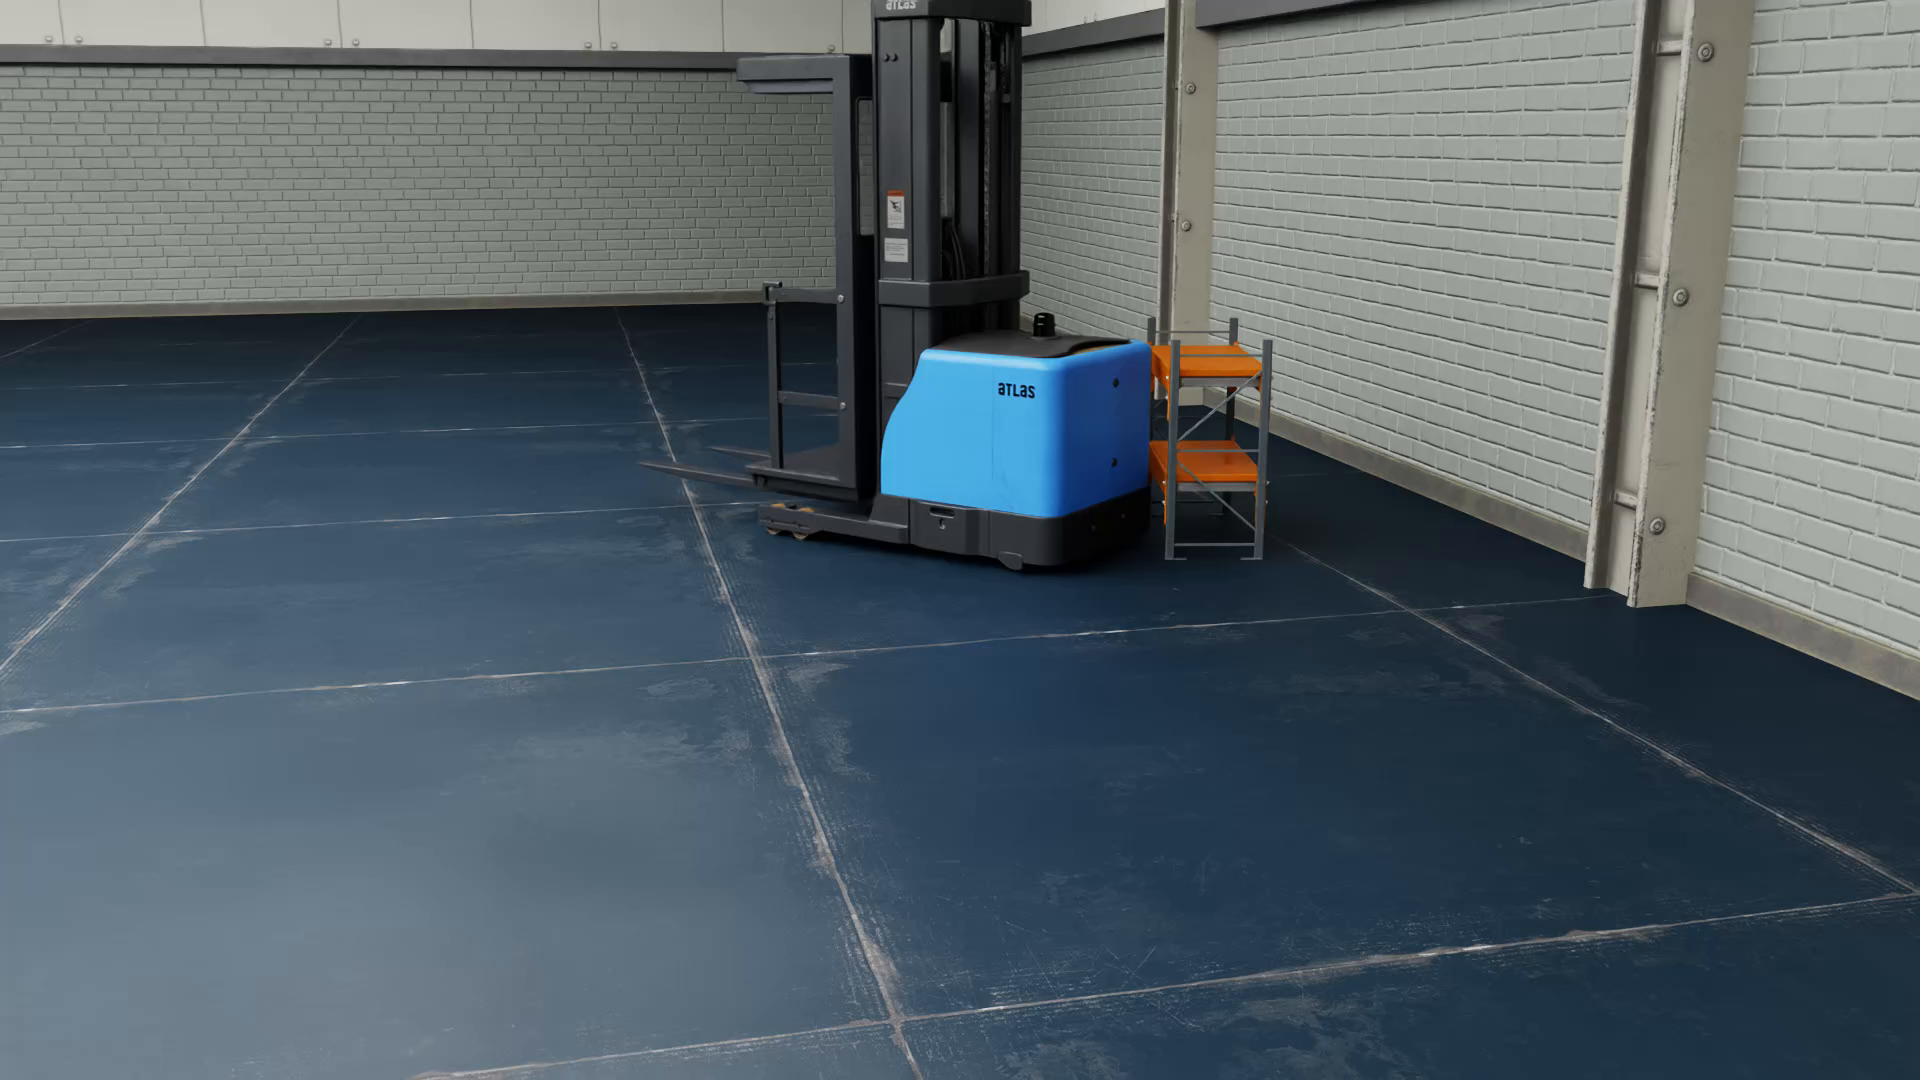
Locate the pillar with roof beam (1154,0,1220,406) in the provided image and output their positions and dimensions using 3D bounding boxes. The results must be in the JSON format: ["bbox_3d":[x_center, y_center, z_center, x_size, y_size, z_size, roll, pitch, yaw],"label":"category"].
[{"bbox_3d":[-2.391,-5.259,11.491,9.100,9.000,0.400,-3,14,-13],"label":"pillar with roof beam"}]

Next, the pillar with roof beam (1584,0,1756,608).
[{"bbox_3d":[-0.982,-3.874,5.825,9.100,9.000,0.400,-3,14,-13],"label":"pillar with roof beam"}]

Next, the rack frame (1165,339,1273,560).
[{"bbox_3d":[1.300,-0.447,8.386,0.500,1.125,0.032,0,14,0],"label":"rack frame"}]

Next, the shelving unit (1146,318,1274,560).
[{"bbox_3d":[1.297,-0.568,8.880,0.538,1.125,1.048,0,14,0],"label":"shelving unit"}]

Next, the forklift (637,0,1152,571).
[{"bbox_3d":[-0.487,-1.524,8.990,3.031,2.935,1.130,9,17,34],"label":"forklift"}]

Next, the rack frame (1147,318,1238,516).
[{"bbox_3d":[1.294,-0.688,9.374,0.500,1.125,0.032,0,14,0],"label":"rack frame"}]

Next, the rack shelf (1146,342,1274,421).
[{"bbox_3d":[1.297,-0.852,8.810,0.538,0.278,1.000,0,14,0],"label":"rack shelf"}]

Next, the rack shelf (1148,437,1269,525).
[{"bbox_3d":[1.297,-0.330,8.938,0.538,0.278,1.000,0,14,0],"label":"rack shelf"}]
